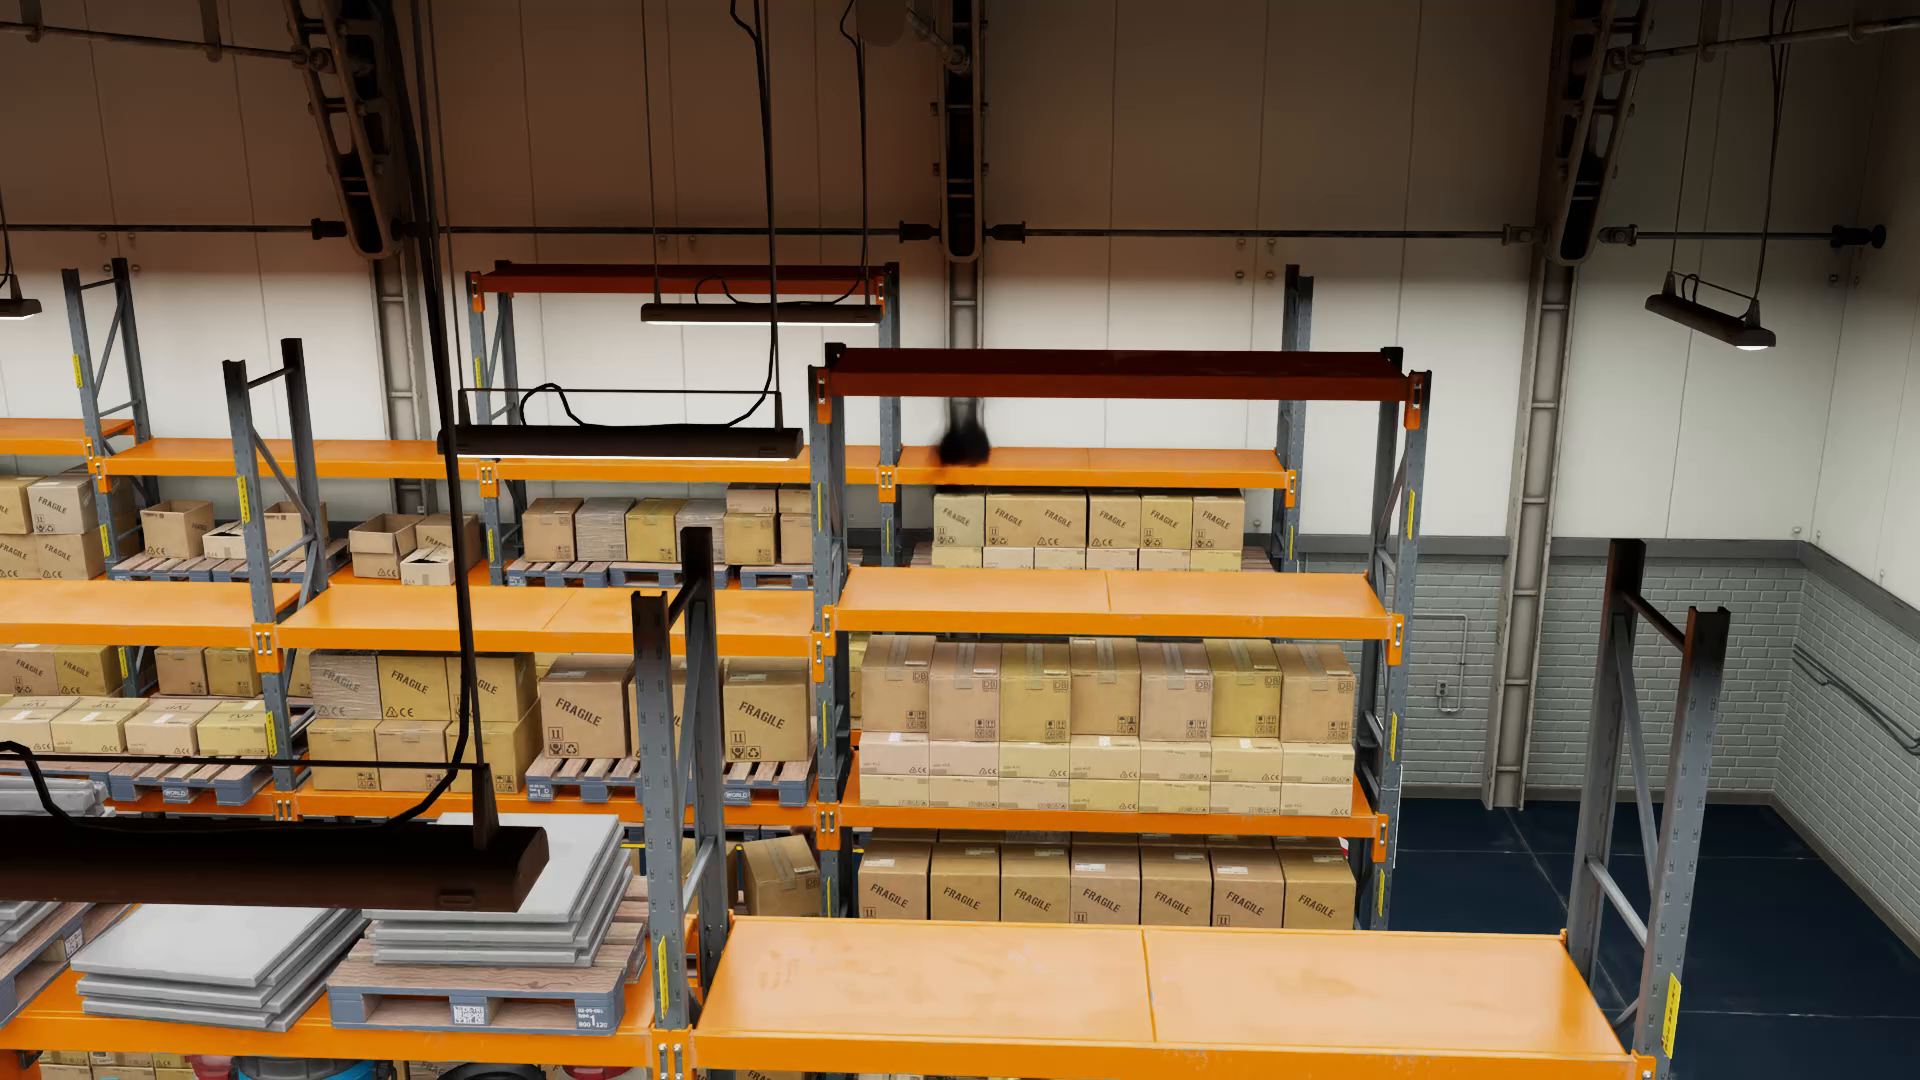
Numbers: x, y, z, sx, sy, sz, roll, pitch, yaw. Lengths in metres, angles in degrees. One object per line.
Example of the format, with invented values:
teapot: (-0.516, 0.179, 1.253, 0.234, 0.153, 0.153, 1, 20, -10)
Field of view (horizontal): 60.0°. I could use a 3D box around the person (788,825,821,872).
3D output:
person: (-1.283, 3.220, 14.677, 0.452, 1.607, 1.000, 14, 21, 40)
